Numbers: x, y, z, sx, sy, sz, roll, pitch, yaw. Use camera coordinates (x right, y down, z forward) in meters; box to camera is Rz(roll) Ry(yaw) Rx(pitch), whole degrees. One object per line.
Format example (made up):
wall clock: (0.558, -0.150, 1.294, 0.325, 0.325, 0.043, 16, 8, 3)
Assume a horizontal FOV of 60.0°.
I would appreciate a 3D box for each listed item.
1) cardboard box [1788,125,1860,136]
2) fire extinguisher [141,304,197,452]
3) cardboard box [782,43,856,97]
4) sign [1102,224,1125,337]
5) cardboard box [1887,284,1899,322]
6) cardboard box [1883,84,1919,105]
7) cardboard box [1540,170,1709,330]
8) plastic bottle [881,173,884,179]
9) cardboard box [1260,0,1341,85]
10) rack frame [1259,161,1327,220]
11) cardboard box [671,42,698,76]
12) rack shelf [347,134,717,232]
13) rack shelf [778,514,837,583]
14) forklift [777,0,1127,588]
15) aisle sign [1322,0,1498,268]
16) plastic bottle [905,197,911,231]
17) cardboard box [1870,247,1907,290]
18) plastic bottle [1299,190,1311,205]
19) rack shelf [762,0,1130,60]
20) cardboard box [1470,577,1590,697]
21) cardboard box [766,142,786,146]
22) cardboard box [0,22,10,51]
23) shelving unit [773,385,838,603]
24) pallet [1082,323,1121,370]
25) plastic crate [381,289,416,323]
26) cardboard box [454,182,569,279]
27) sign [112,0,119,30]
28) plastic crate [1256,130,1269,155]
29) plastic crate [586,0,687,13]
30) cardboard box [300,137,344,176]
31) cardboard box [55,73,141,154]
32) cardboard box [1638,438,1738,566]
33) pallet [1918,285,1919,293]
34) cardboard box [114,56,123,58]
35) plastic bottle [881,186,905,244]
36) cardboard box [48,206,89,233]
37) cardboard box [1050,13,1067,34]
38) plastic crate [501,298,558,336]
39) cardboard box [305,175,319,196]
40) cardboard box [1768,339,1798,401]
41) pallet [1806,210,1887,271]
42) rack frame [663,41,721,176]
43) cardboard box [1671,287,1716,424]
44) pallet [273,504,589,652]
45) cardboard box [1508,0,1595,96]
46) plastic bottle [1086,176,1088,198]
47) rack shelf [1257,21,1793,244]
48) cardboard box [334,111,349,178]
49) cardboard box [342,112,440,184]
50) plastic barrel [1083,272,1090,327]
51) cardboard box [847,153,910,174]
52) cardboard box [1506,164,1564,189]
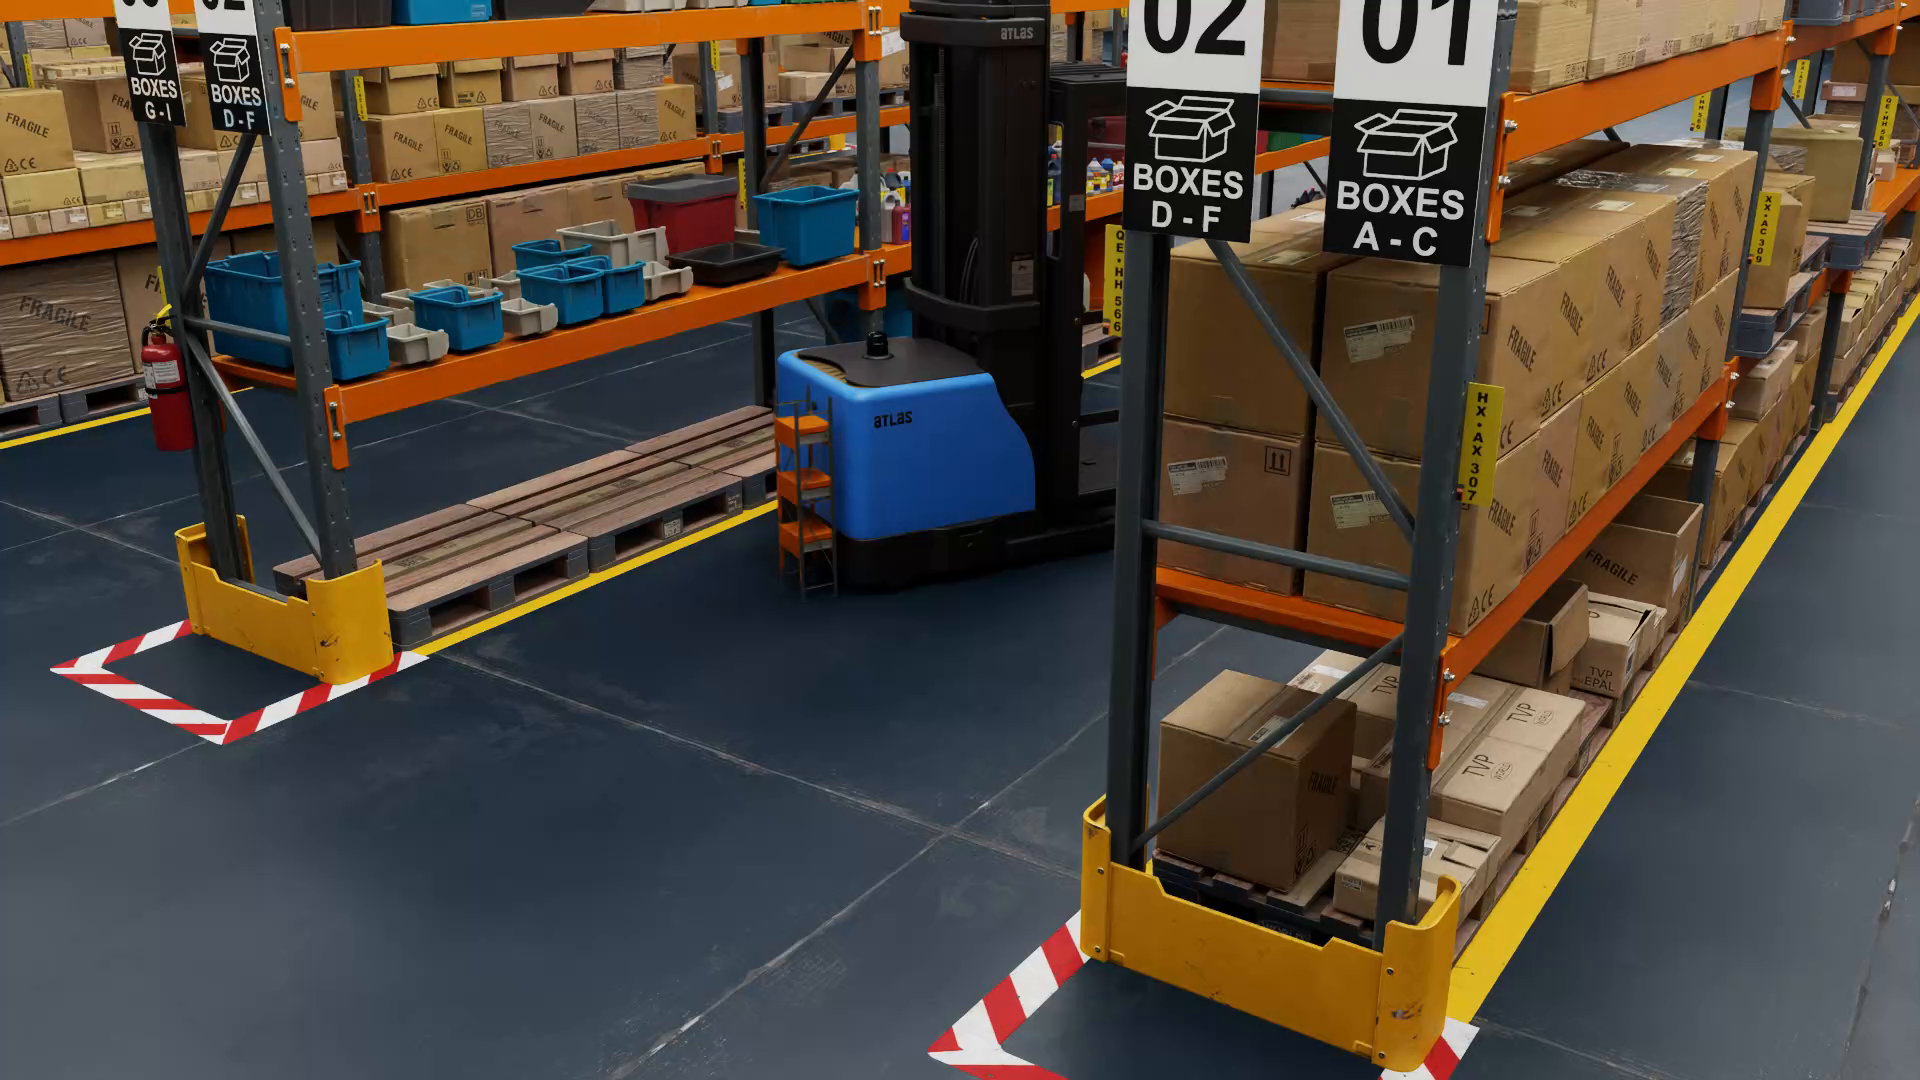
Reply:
cardboard box: (6.340, -2.776, 12.302, 0.500, 0.500, 0.500, 12, 23, 29)
fire extinguisher: (-3.642, -0.750, 7.619, 0.296, 0.674, 0.183, 13, 24, 32)
cardboard box: (-1.430, -5.055, 17.853, 0.797, 0.503, 0.637, 16, 26, 37)
sign: (0.465, -0.754, 4.856, 0.100, 0.325, 0.005, 13, 24, 32)
cardboard box: (7.380, -1.979, 13.650, 0.500, 0.250, 0.500, 13, 24, 31)
cardboard box: (7.970, -3.783, 14.088, 0.380, 0.149, 0.250, 13, 24, 32)
cardboard box: (2.522, -1.125, 6.397, 0.500, 0.500, 0.500, 13, 24, 32)
plastic bottle: (-0.583, -2.421, 11.558, 0.144, 0.351, 0.185, 13, 24, 32)
cardboard box: (0.984, -1.484, 4.847, 0.500, 0.250, 0.500, 13, 24, 32)
rack frame: (3.564, -4.359, 16.726, 1.000, 3.000, 0.127, 13, 24, 32)
cardboard box: (-4.089, -6.662, 22.736, 0.875, 0.550, 0.550, 13, 24, 32)
rack shelf: (-3.905, -3.266, 14.808, 1.077, 0.370, 4.000, 13, 24, 32)
rack shelf: (-0.775, 0.043, 8.466, 0.215, 0.259, 0.240, -12, 23, -29)
forklift: (0.549, -1.479, 9.040, 3.031, 2.935, 1.130, -11, 23, -27)
aisle sign: (1.118, -1.091, 4.145, 0.394, 0.787, 0.004, 13, 24, 32)
plastic bottle: (-0.299, -2.069, 10.704, 0.061, 0.283, 0.133, 13, 24, 32)
cardboard box: (7.381, -2.240, 13.546, 0.500, 0.311, 0.500, 14, 25, 33)
plastic bottle: (3.688, -3.564, 17.761, 0.144, 0.351, 0.185, 13, 24, 30)
rack shelf: (0.191, -3.707, 11.676, 1.077, 0.370, 4.000, 13, 24, 32)
cardboard box: (2.110, 0.408, 6.803, 0.797, 0.503, 0.637, 13, 24, 32)
cardboard box: (-3.148, -6.209, 24.185, 0.875, 0.875, 0.875, 13, 24, 31)
cardboard box: (-11.617, -6.137, 19.946, 0.500, 0.500, 0.500, 13, 24, 32)
shelving unit: (-0.776, -0.227, 8.365, 0.215, 1.050, 0.252, -12, 23, -29)
pallet: (0.907, -1.669, 13.474, 1.003, 0.211, 1.213, 13, 24, 32)
plastic crate: (-2.698, -1.170, 8.398, 0.396, 0.136, 0.243, 13, 24, 32)
cardboard box: (-4.184, -2.674, 14.628, 1.225, 0.875, 0.875, 12, 24, 30)
sign: (-3.645, -2.376, 7.193, 0.100, 0.325, 0.005, 13, 24, 32)
plastic crate: (2.477, -3.645, 14.704, 0.402, 0.464, 0.583, 13, 24, 32)
plastic crate: (-1.680, -2.843, 8.475, 0.437, 0.282, 0.530, 13, 24, 32)
cardboard box: (-5.060, -2.921, 12.626, 0.500, 0.250, 0.500, 13, 24, 31)
cardboard box: (-6.082, -3.073, 11.956, 0.500, 0.500, 0.500, 12, 24, 30)
cardboard box: (3.635, -0.222, 8.510, 0.500, 0.500, 0.500, 12, 23, 29)
pallet: (8.826, -2.656, 16.140, 1.003, 0.211, 1.213, 13, 24, 32)
cardboard box: (-8.425, -4.834, 16.908, 0.380, 0.149, 0.250, 12, 24, 30)
plastic bottle: (-0.444, -2.090, 10.663, 0.144, 0.351, 0.185, 13, 24, 32)
cardboard box: (-6.084, -2.171, 11.173, 0.380, 0.149, 0.250, 13, 24, 31)
cardboard box: (1.052, -6.635, 20.863, 0.500, 0.500, 0.500, 13, 24, 32)
plastic crate: (-2.140, -1.098, 8.203, 0.250, 0.136, 0.298, 13, 24, 32)
cardboard box: (-5.074, -2.686, 12.566, 0.380, 0.149, 0.250, 14, 24, 33)
cardboard box: (4.479, -1.005, 9.545, 0.500, 0.250, 0.500, 13, 24, 31)
pallet: (5.087, -1.946, 10.479, 1.213, 0.211, 1.003, 13, 24, 32)
rack frame: (-2.781, -4.177, 16.235, 1.000, 3.000, 0.127, 13, 24, 32)
cardboard box: (2.804, -0.802, 6.965, 0.500, 0.500, 0.500, 14, 25, 33)
pallet: (-2.686, 0.163, 8.521, 1.003, 0.211, 1.213, 13, 24, 32)
cardboard box: (1.412, -1.383, 4.574, 0.500, 0.250, 0.500, 13, 24, 32)
plastic bottle: (0.903, -2.656, 12.407, 0.097, 0.201, 0.097, 0, 20, 0)
rack shelf: (2.037, -1.592, 5.959, 1.077, 0.370, 4.000, 13, 24, 32)
cardboard box: (-4.992, -3.264, 13.621, 0.500, 0.500, 0.500, 13, 24, 32)
cardboard box: (-4.564, -3.160, 13.340, 0.500, 0.500, 0.500, 13, 24, 32)
plastic barrel: (0.811, -1.918, 13.109, 0.421, 0.512, 0.421, 0, 20, 0)
cardboard box: (-0.895, -4.187, 19.230, 0.700, 0.500, 0.500, 11, 23, 28)
cardboard box: (2.085, -1.237, 6.699, 0.500, 0.500, 0.500, 12, 24, 30)
